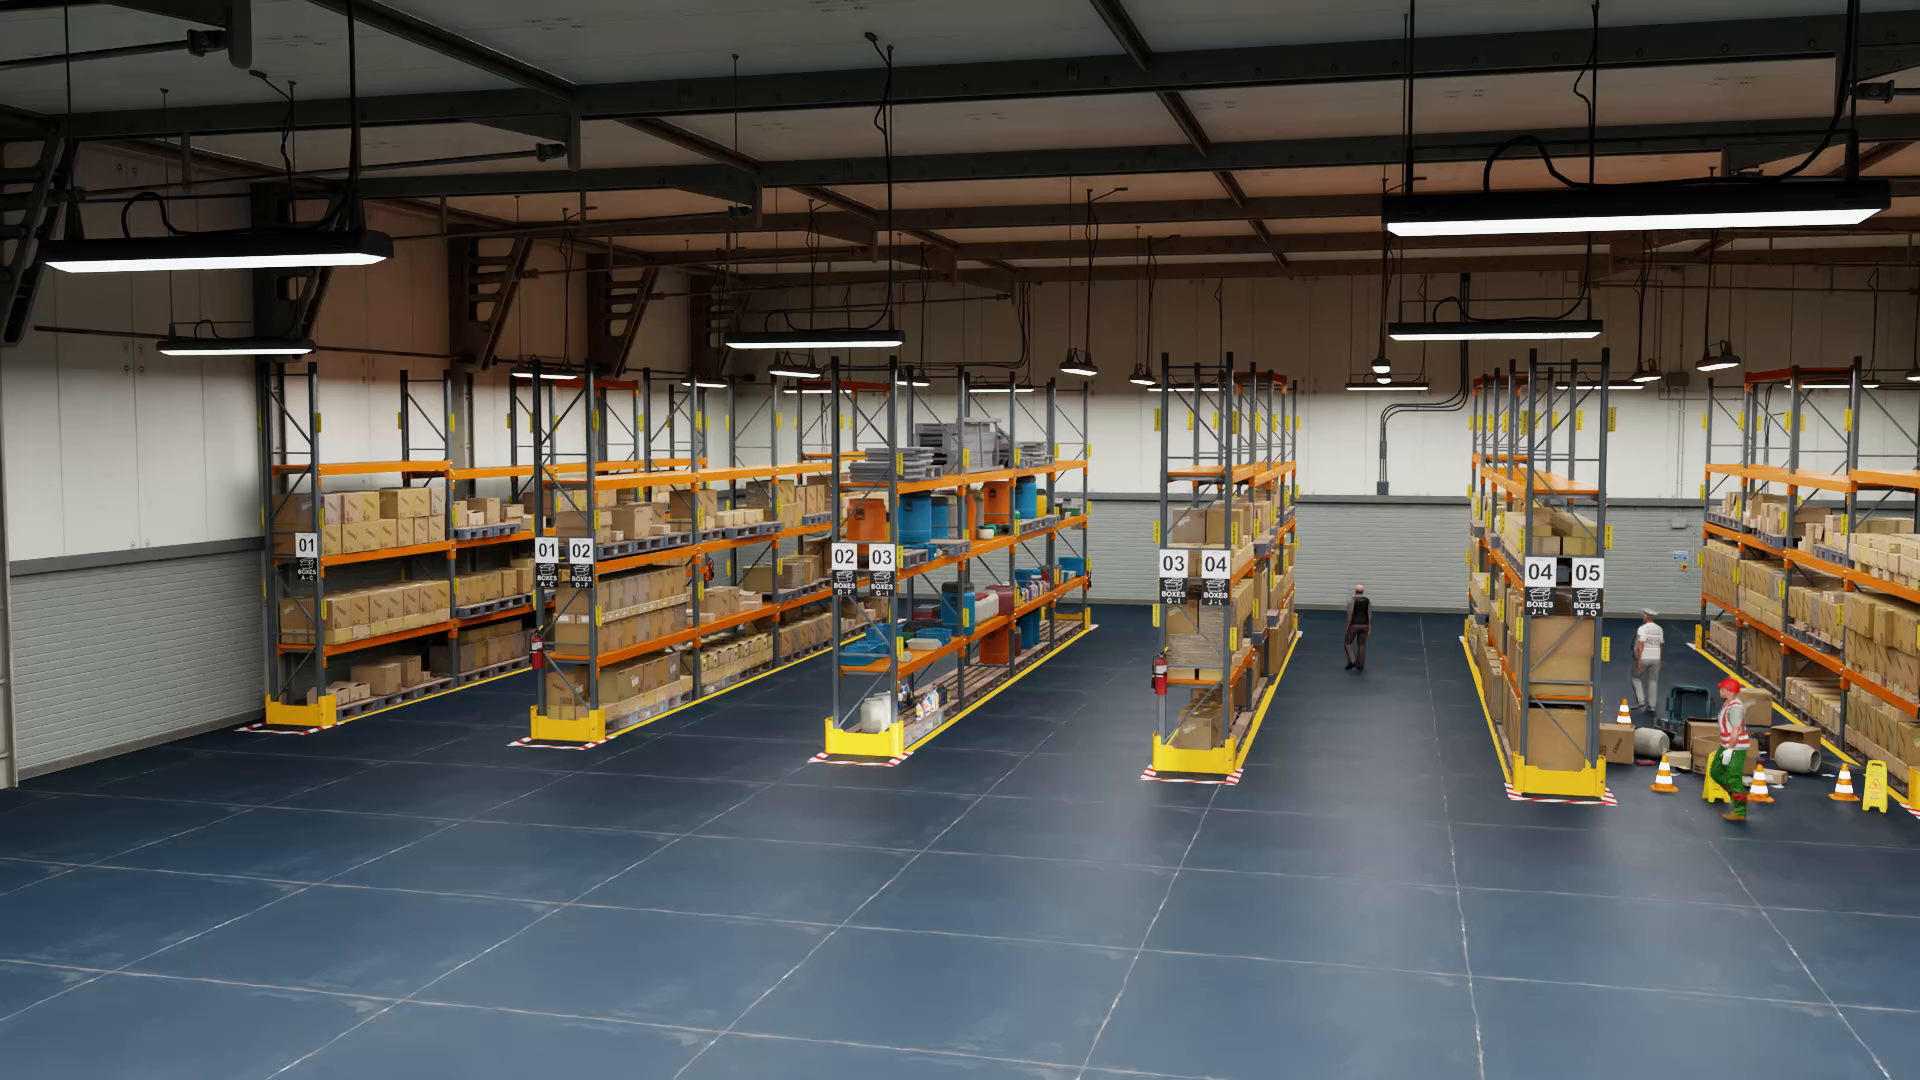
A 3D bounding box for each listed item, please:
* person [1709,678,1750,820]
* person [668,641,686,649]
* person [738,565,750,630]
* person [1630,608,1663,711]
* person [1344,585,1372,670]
[{"bbox_3d":[9.715,2.623,20.941,0.436,1.775,0.585,1,4,8],"label":"person"},{"bbox_3d":[-5.955,1.740,34.429,0.535,1.669,0.514,2,5,27],"label":"person"},{"bbox_3d":[-5.129,1.371,40.330,0.444,1.540,0.972,1,4,12],"label":"person"},{"bbox_3d":[11.976,2.099,28.896,0.542,1.795,0.508,0,4,-1],"label":"person"},{"bbox_3d":[8.082,1.783,33.775,0.567,1.752,0.383,-1,4,-14],"label":"person"}]
